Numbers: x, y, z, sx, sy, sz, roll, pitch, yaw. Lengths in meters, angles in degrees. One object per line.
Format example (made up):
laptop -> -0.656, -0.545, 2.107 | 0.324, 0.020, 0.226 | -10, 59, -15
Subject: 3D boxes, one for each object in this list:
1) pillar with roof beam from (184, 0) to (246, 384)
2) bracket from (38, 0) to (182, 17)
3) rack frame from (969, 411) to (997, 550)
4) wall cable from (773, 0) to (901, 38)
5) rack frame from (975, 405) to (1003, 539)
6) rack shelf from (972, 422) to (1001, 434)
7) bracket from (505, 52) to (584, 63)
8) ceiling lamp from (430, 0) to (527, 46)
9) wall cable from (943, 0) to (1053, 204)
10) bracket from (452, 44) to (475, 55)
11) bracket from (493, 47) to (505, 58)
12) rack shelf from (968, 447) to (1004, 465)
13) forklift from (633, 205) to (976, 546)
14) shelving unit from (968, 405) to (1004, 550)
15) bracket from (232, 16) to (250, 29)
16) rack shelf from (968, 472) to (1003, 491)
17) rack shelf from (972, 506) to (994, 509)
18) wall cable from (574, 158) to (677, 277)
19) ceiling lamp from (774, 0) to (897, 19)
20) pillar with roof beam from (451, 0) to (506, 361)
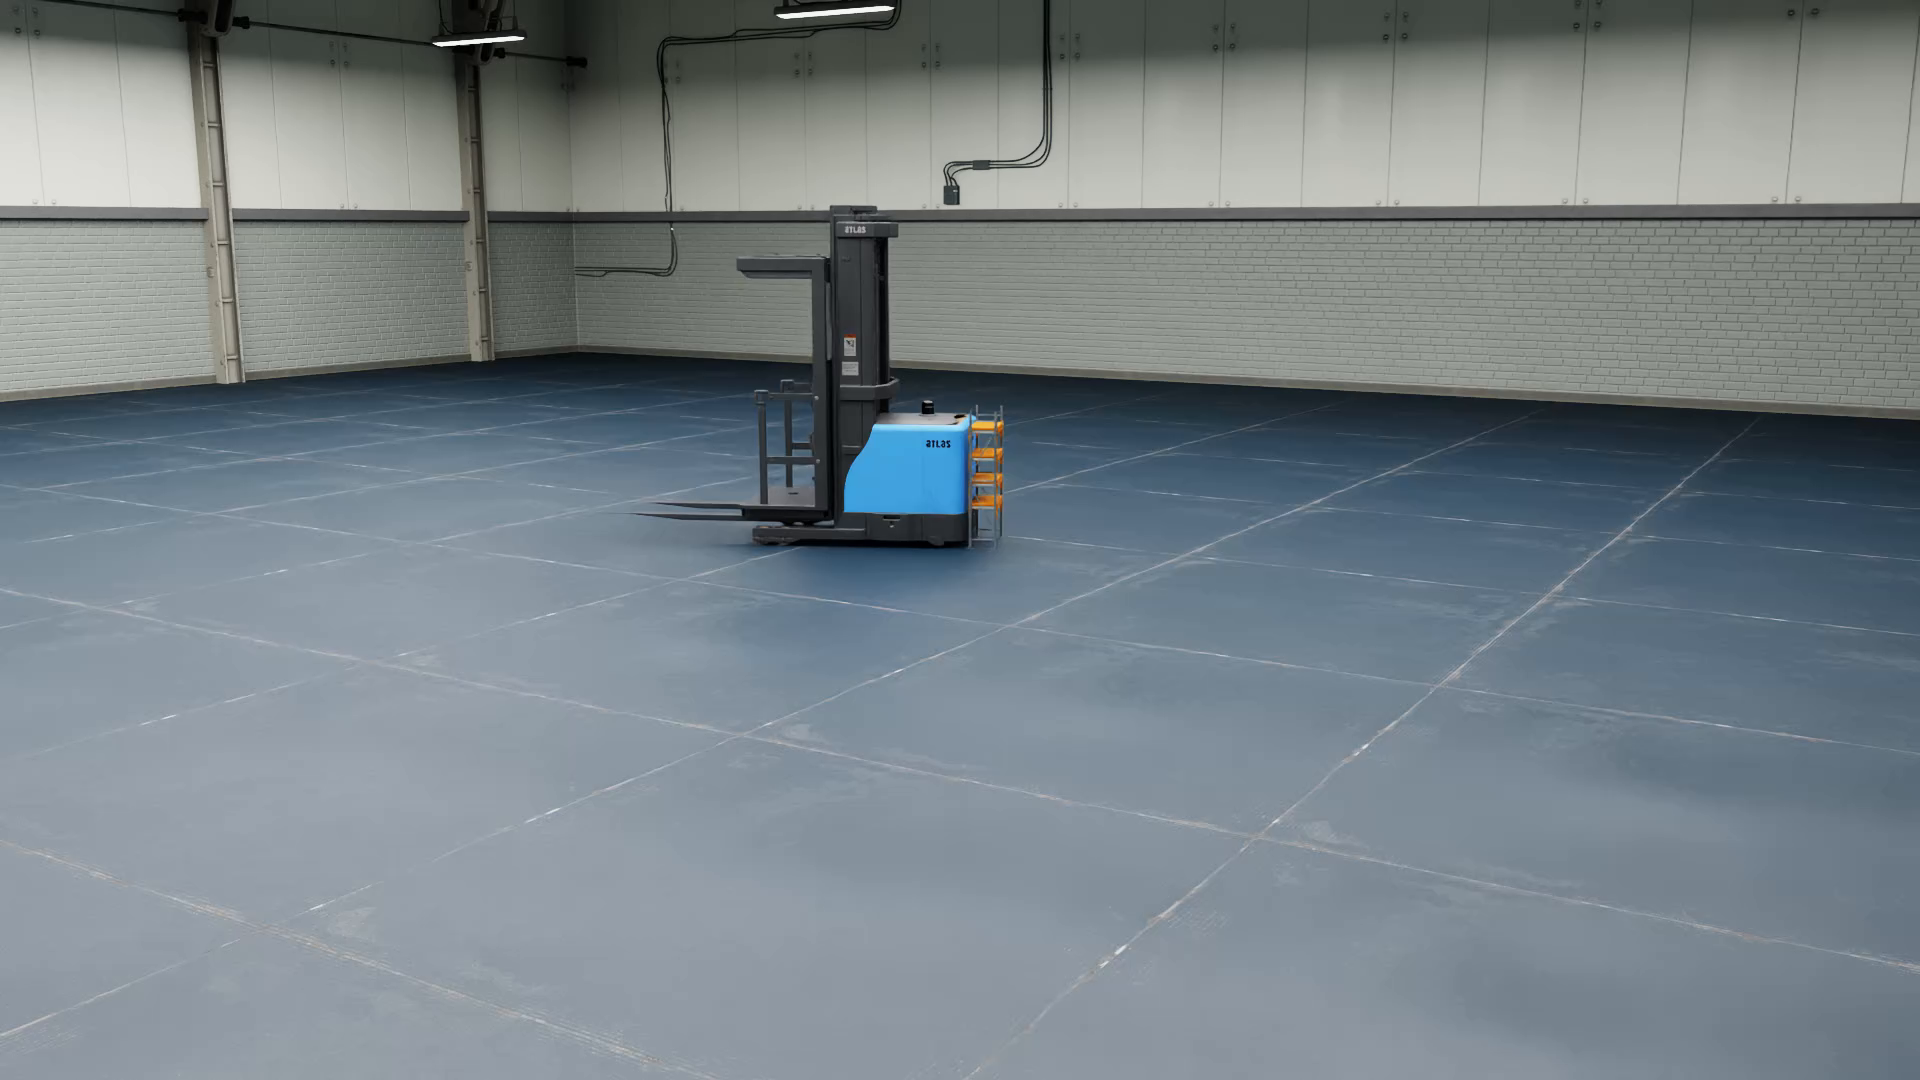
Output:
pillar with roof beam -> -9.518, -6.862, 27.066 | 9.100, 9.000, 0.400 | 6, 12, 31
bracket -> -14.447, -8.538, 26.237 | 0.076, 0.066, 4.783 | 6, 12, 31
rack frame -> 0.198, -0.511, 14.338 | 0.240, 1.200, 0.015 | 1, 11, 7
wall cable -> -2.466, -11.191, 32.546 | 3.097, 2.526, 0.112 | 6, 12, 31
rack frame -> 0.259, -0.600, 14.814 | 0.240, 1.200, 0.015 | 1, 11, 7
rack shelf -> 0.229, -0.980, 14.496 | 0.221, 0.050, 0.457 | 1, 11, 7
bracket -> -8.640, -10.297, 35.634 | 0.076, 0.066, 3.189 | 6, 12, 31
ceiling lamp -> -8.029, -10.024, 28.096 | 2.000, 3.185, 0.800 | 6, 12, 31
wall cable -> 0.683, -9.316, 30.932 | 2.305, 6.003, 0.169 | 6, 12, 31
bracket -> -9.995, -9.887, 33.442 | 0.235, 0.232, 0.430 | 6, 12, 31
bracket -> -9.564, -10.017, 34.140 | 0.235, 0.232, 0.430 | 6, 12, 31
rack shelf -> 0.228, -0.709, 14.547 | 0.258, 0.148, 0.480 | 1, 11, 7
forklift -> -1.394, -1.485, 14.836 | 3.031, 2.935, 1.130 | 1, 11, 7
shelving unit -> 0.228, -0.556, 14.576 | 0.258, 1.200, 0.503 | 1, 11, 7
bracket -> -12.679, -9.074, 29.099 | 0.235, 0.232, 0.430 | 6, 12, 31
rack shelf -> 0.228, -0.490, 14.588 | 0.258, 0.148, 0.480 | 1, 11, 7
rack shelf -> 0.228, -0.323, 14.619 | 0.199, 0.029, 0.442 | 1, 11, 7
wall cable -> -7.423, -7.027, 36.389 | 3.097, 2.526, 0.112 | 6, 12, 31
ceiling lamp -> -1.713, -9.318, 24.325 | 2.000, 3.185, 0.800 | 6, 12, 31
pillar with roof beam -> -6.403, -7.805, 32.106 | 9.100, 9.000, 0.548 | 6, 12, 31
